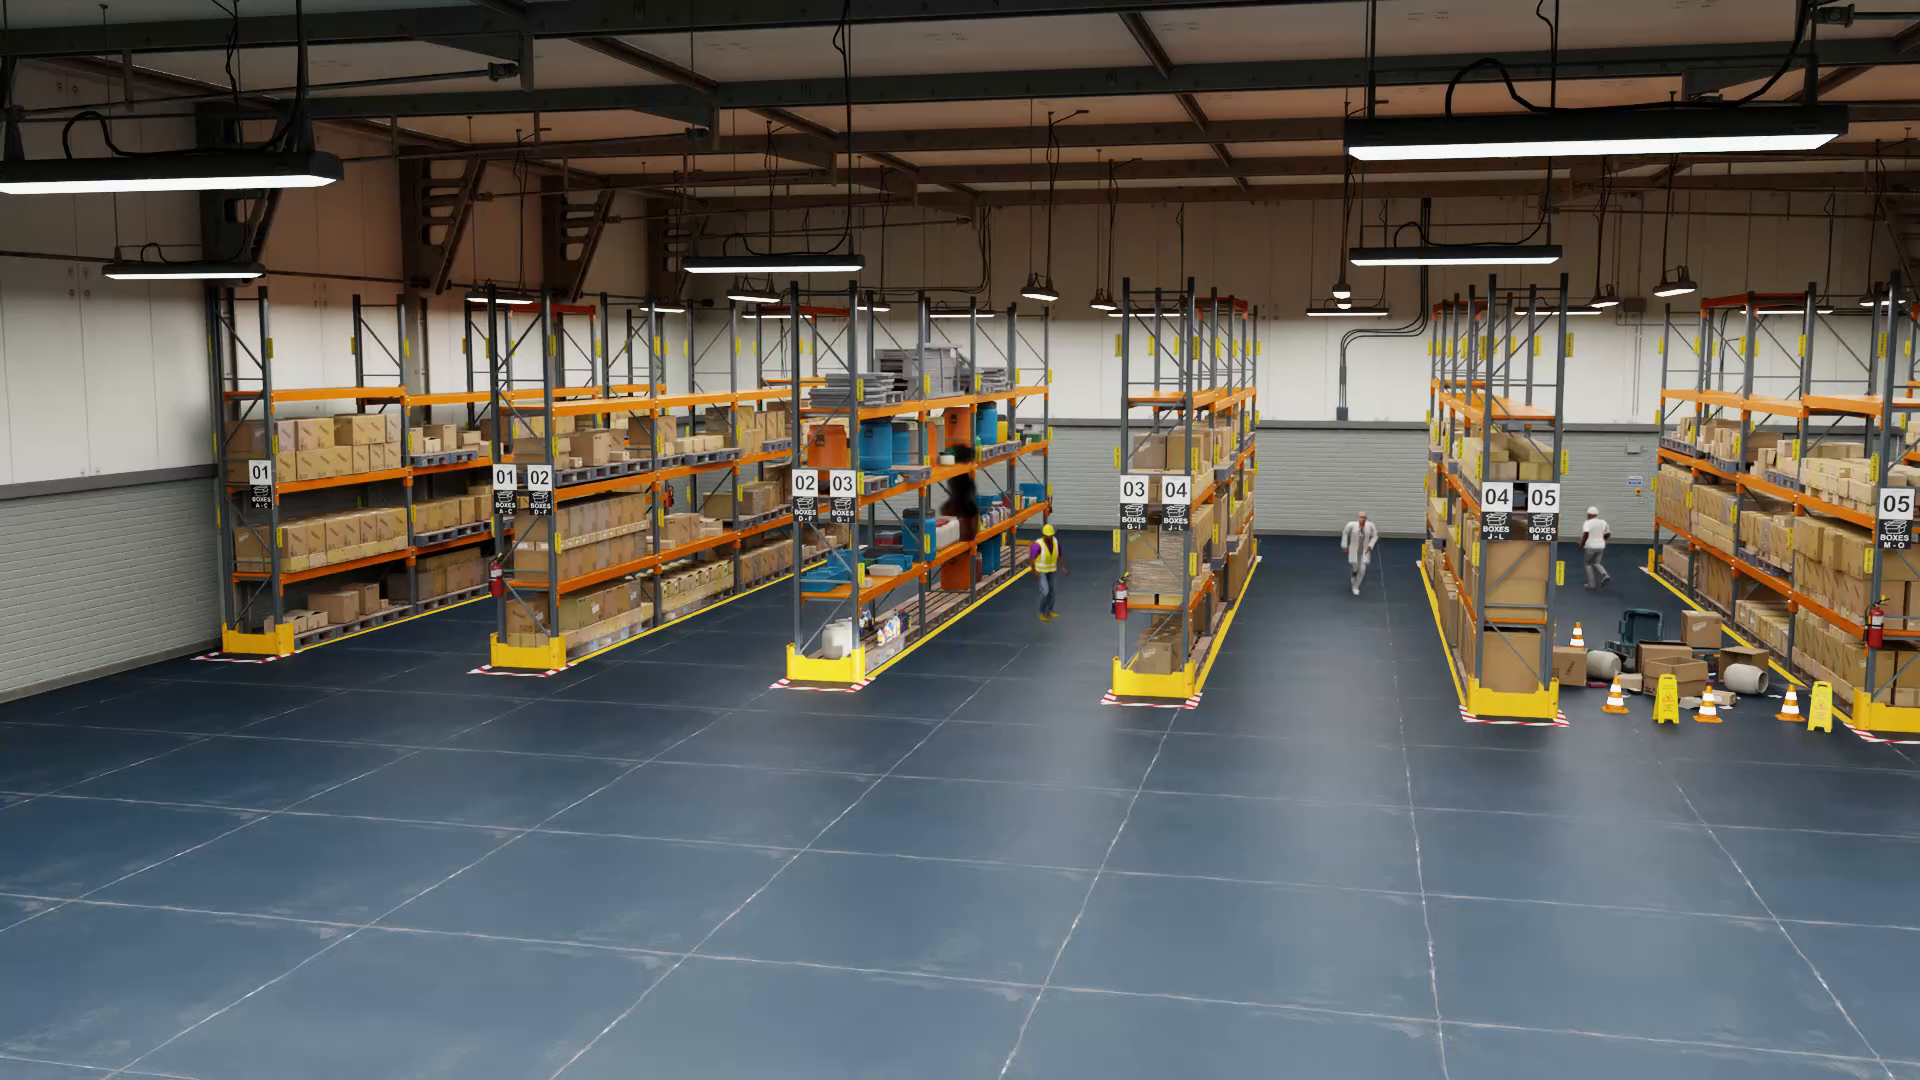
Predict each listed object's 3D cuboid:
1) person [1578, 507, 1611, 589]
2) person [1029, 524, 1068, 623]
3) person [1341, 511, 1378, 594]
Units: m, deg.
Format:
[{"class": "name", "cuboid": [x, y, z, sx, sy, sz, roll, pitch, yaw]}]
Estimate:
[{"class": "person", "cuboid": [13.311, 0.174, 34.763, 0.696, 1.713, 0.766, -1, 7, -12]}, {"class": "person", "cuboid": [1.533, 0.570, 28.955, 0.717, 1.744, 0.646, -4, 8, -29]}, {"class": "person", "cuboid": [8.190, 0.242, 34.130, 0.700, 1.711, 0.714, 0, 7, 0]}]
